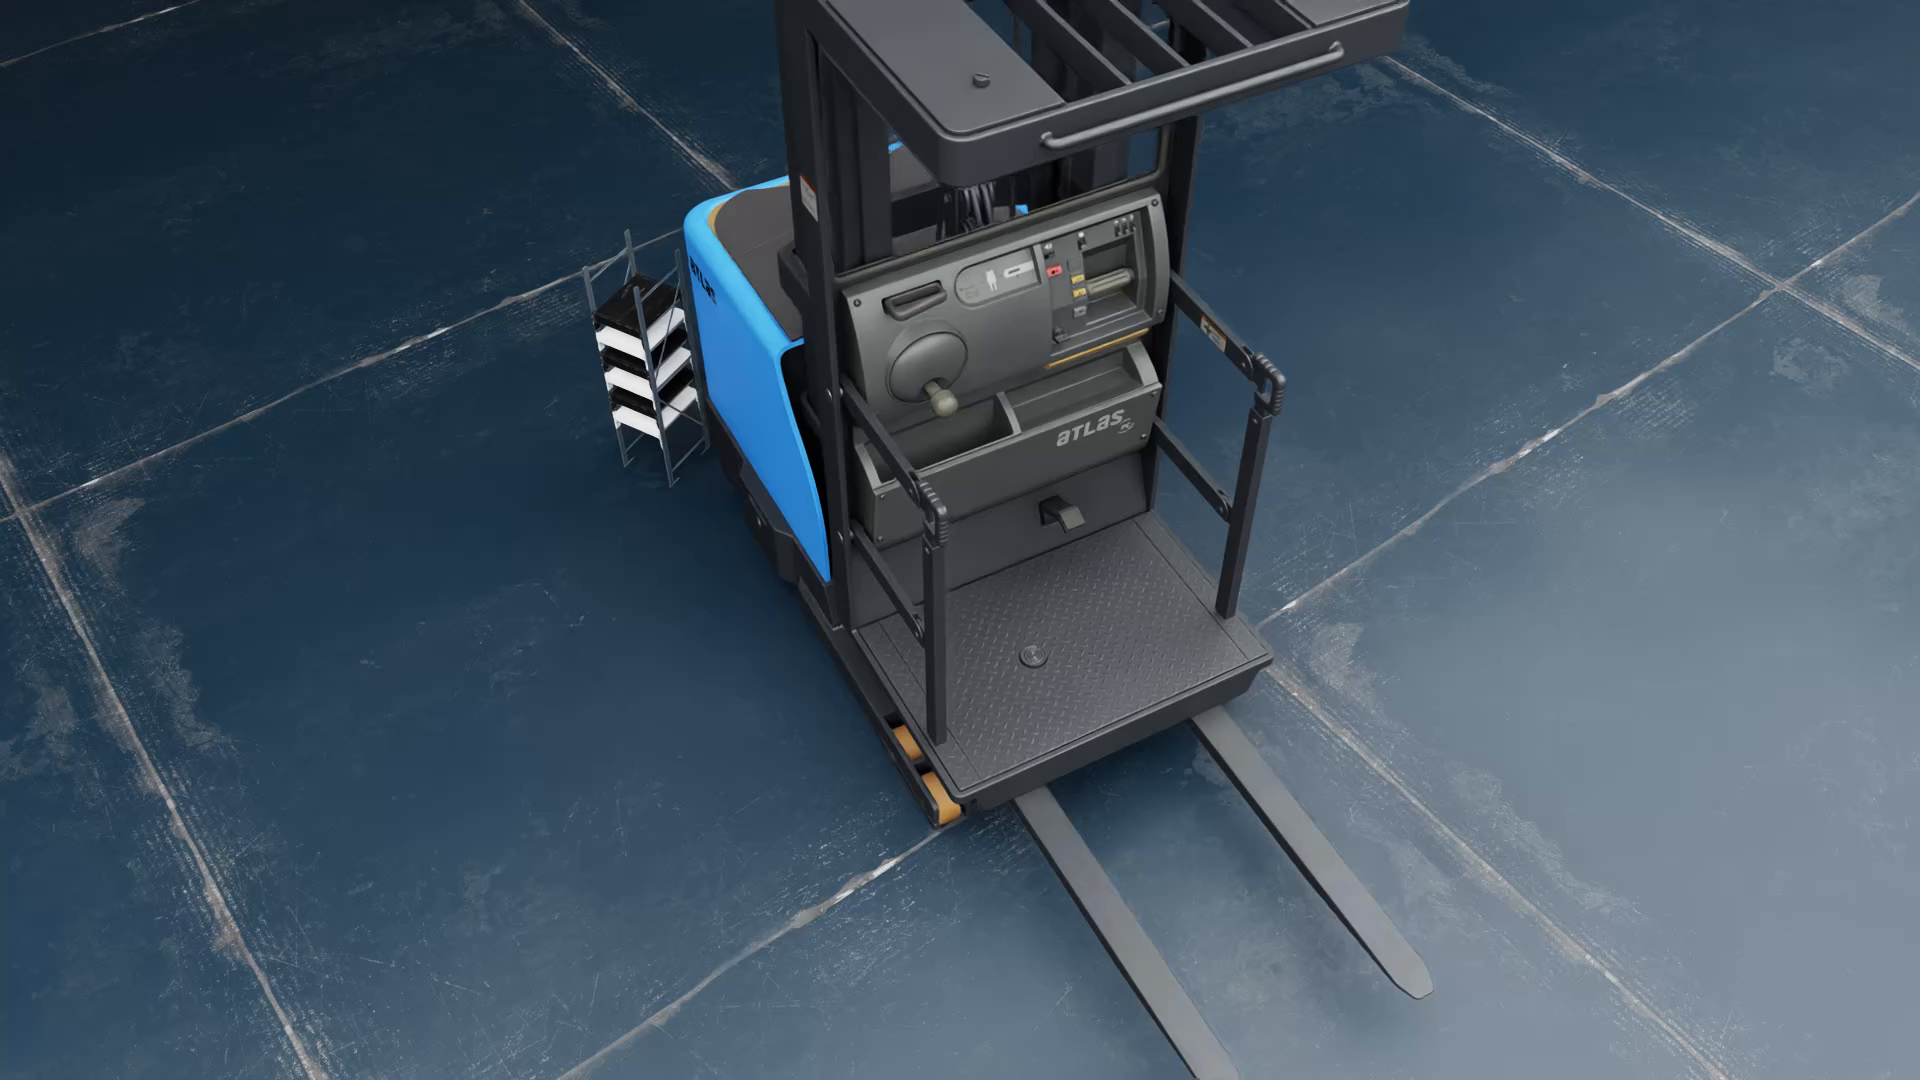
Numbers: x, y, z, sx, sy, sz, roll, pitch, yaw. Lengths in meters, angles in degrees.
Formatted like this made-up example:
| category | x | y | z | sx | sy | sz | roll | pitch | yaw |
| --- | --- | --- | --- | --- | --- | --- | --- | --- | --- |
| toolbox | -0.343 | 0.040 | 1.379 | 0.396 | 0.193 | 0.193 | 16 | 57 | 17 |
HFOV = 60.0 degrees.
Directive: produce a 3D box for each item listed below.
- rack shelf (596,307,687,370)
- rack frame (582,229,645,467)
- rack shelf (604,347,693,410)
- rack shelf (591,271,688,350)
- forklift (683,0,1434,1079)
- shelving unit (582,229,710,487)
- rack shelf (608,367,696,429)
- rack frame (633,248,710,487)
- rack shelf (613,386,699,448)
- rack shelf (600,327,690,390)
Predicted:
| category | x | y | z | sx | sy | sz | roll | pitch | yaw |
| --- | --- | --- | --- | --- | --- | --- | --- | --- | --- |
| rack shelf | -1.060 | -0.703 | 5.582 | 0.200 | 0.077 | 0.258 | 23 | 52 | 19 |
| rack frame | -1.148 | -0.642 | 5.725 | 0.006 | 0.900 | 0.240 | 23 | 52 | 19 |
| rack shelf | -1.060 | -0.582 | 5.715 | 0.200 | 0.077 | 0.258 | 23 | 52 | 19 |
| rack shelf | -1.060 | -0.764 | 5.515 | 0.200 | 0.077 | 0.258 | 23 | 52 | 19 |
| forklift | 0.244 | -0.523 | 4.246 | 1.130 | 2.935 | 3.031 | -22 | 51 | -18 |
| shelving unit | -1.060 | -0.605 | 5.691 | 0.210 | 0.900 | 0.258 | 23 | 52 | 19 |
| rack shelf | -1.060 | -0.522 | 5.782 | 0.200 | 0.077 | 0.258 | 23 | 52 | 19 |
| rack frame | -0.972 | -0.567 | 5.657 | 0.006 | 0.900 | 0.240 | 23 | 52 | 19 |
| rack shelf | -1.060 | -0.461 | 5.849 | 0.200 | 0.077 | 0.258 | 23 | 52 | 19 |
| rack shelf | -1.060 | -0.643 | 5.649 | 0.200 | 0.077 | 0.258 | 23 | 52 | 19 |
